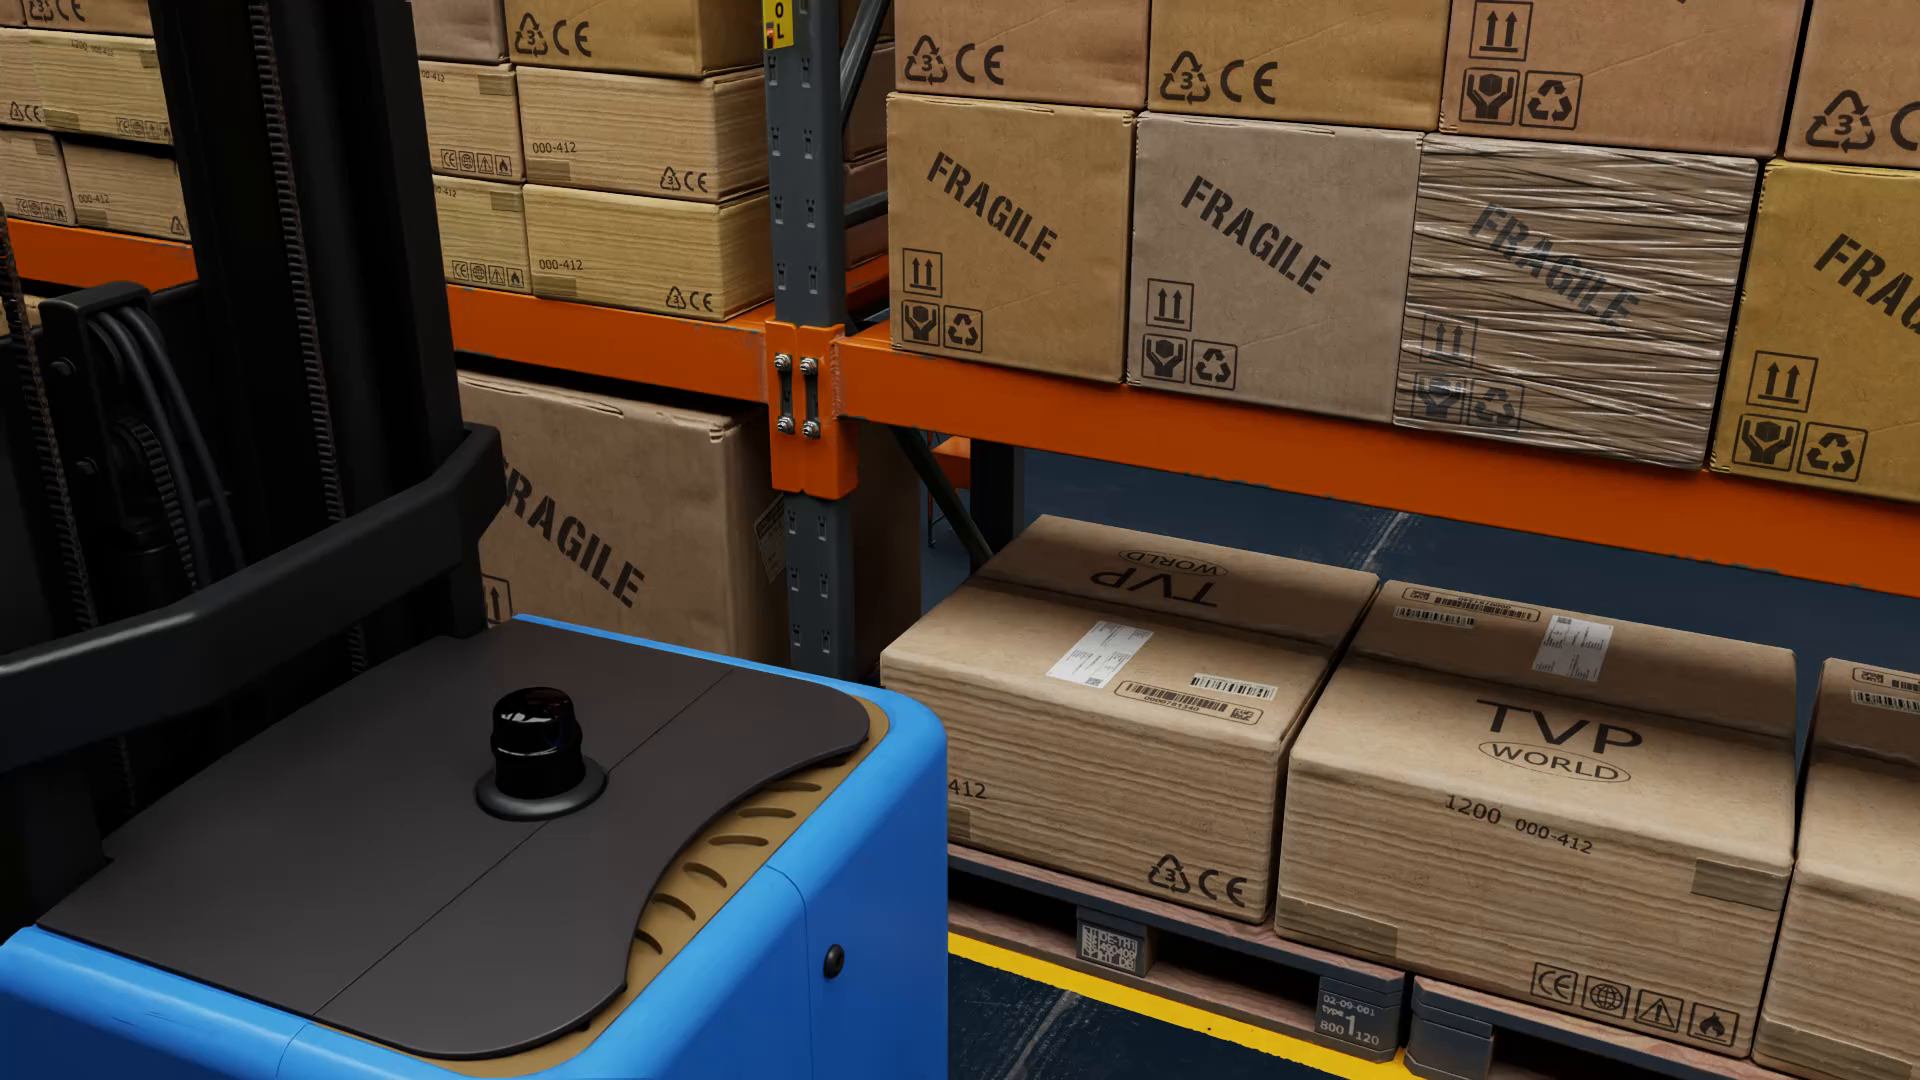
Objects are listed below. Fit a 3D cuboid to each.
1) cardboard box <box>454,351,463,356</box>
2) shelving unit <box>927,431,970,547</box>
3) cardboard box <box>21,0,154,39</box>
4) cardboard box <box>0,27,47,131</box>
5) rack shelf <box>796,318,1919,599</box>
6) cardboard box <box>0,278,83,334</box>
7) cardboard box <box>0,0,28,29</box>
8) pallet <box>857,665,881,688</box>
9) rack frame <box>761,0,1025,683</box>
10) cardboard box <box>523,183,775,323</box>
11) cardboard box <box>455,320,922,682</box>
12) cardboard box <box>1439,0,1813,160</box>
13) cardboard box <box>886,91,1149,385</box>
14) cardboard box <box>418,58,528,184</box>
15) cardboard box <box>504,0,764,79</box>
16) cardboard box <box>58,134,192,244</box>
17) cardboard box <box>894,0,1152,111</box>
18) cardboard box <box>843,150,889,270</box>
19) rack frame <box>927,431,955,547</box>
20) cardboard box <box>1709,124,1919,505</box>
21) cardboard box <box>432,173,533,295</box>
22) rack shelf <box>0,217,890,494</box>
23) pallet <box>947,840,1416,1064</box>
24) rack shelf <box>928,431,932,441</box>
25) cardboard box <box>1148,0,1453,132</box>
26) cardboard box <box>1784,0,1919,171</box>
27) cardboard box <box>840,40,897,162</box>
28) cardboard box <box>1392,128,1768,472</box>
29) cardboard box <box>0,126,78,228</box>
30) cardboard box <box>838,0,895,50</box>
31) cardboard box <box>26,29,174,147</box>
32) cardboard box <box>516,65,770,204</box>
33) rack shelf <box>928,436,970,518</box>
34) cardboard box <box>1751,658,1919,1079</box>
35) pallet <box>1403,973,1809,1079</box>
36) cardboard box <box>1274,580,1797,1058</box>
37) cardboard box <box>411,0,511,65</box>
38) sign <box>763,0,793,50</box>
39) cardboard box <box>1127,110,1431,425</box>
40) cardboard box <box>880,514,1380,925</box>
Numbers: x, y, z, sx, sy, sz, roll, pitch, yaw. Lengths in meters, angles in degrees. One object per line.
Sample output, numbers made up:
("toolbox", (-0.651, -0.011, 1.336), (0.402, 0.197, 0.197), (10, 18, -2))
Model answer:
("cardboard box", (-1.503, -0.231, 4.638), (0.875, 0.875, 0.875), (12, 26, 26))
("shelving unit", (0.048, -0.474, 5.522), (0.252, 1.050, 0.215), (11, 25, 25))
("cardboard box", (-1.993, -1.545, 4.146), (0.500, 0.500, 0.500), (12, 26, 25))
("cardboard box", (-2.433, -1.284, 4.490), (0.500, 0.250, 0.500), (11, 25, 24))
("rack shelf", (1.681, -0.093, 3.054), (4.000, 0.370, 1.077), (11, 25, 25))
("cardboard box", (-2.300, -0.389, 5.009), (0.875, 0.875, 0.875), (12, 26, 25))
("cardboard box", (-2.442, -1.636, 4.358), (0.500, 0.500, 0.500), (12, 26, 26))
("pallet", (-0.826, 0.397, 4.548), (1.213, 0.211, 1.003), (11, 25, 25))
("rack frame", (-0.104, -0.777, 3.744), (0.127, 3.000, 1.000), (11, 25, 25))
("cardboard box", (-0.618, -0.699, 3.752), (0.500, 0.250, 0.500), (11, 25, 23))
("cardboard box", (-0.693, -0.074, 4.269), (0.875, 0.875, 0.875), (12, 26, 26))
("cardboard box", (1.112, -0.928, 2.695), (0.500, 0.500, 0.500), (12, 26, 26))
("cardboard box", (0.197, -0.648, 3.314), (0.500, 0.500, 0.500), (12, 26, 26))
("cardboard box", (-1.056, -1.016, 3.860), (0.500, 0.250, 0.500), (12, 26, 26))
("cardboard box", (-0.616, -1.274, 3.508), (0.500, 0.500, 0.500), (12, 26, 26))
("cardboard box", (-1.976, -0.975, 4.401), (0.500, 0.250, 0.500), (11, 25, 25))
("cardboard box", (0.212, -1.114, 3.132), (0.500, 0.500, 0.500), (11, 26, 25))
("cardboard box", (-0.377, -0.878, 4.173), (0.500, 0.250, 0.500), (11, 25, 23))
("rack frame", (-0.061, -0.495, 5.573), (0.008, 1.050, 0.200), (11, 25, 25))
("cardboard box", (1.545, -0.377, 2.676), (0.500, 0.500, 0.500), (12, 26, 26))
("cardboard box", (-1.072, -0.789, 3.965), (0.500, 0.250, 0.500), (11, 25, 24))
("rack shelf", (-1.889, -0.799, 4.715), (4.000, 0.370, 1.077), (11, 25, 25))
("pallet", (0.540, 0.668, 3.909), (1.213, 0.211, 1.003), (11, 25, 25))
("rack shelf", (0.048, -0.464, 5.526), (0.240, 0.259, 0.215), (11, 25, 25))
("cardboard box", (0.660, -1.023, 2.917), (0.500, 0.500, 0.500), (11, 25, 24))
("cardboard box", (1.561, -0.839, 2.484), (0.500, 0.500, 0.500), (11, 25, 24))
("cardboard box", (-0.369, -1.114, 4.089), (0.500, 0.250, 0.500), (10, 25, 23))
("cardboard box", (1.085, -0.468, 2.890), (0.500, 0.500, 0.500), (11, 26, 25))
("cardboard box", (-2.418, -1.061, 4.603), (0.500, 0.250, 0.500), (12, 26, 26))
("cardboard box", (-0.367, -1.461, 3.947), (0.500, 0.500, 0.500), (12, 26, 25))
("cardboard box", (-1.986, -1.190, 4.269), (0.500, 0.250, 0.500), (12, 26, 25))
("cardboard box", (-0.607, -0.931, 3.659), (0.500, 0.250, 0.500), (11, 25, 24))
("rack shelf", (0.048, -0.208, 5.635), (0.240, 0.259, 0.215), (11, 25, 25))
("cardboard box", (2.011, 0.675, 3.067), (0.875, 0.438, 0.875), (12, 26, 26))
("pallet", (1.632, 0.883, 3.404), (1.213, 0.211, 1.003), (11, 25, 25))
("cardboard box", (1.207, 0.515, 3.443), (0.875, 0.438, 0.875), (10, 25, 23))
("cardboard box", (-1.081, -1.363, 3.717), (0.500, 0.500, 0.500), (12, 26, 26))
("sign", (-0.340, -1.082, 3.083), (0.005, 0.325, 0.100), (11, 25, 25))
("cardboard box", (0.644, -0.558, 3.102), (0.500, 0.500, 0.500), (11, 26, 25))
("cardboard box", (0.408, 0.357, 3.814), (0.875, 0.438, 0.875), (11, 25, 24))
